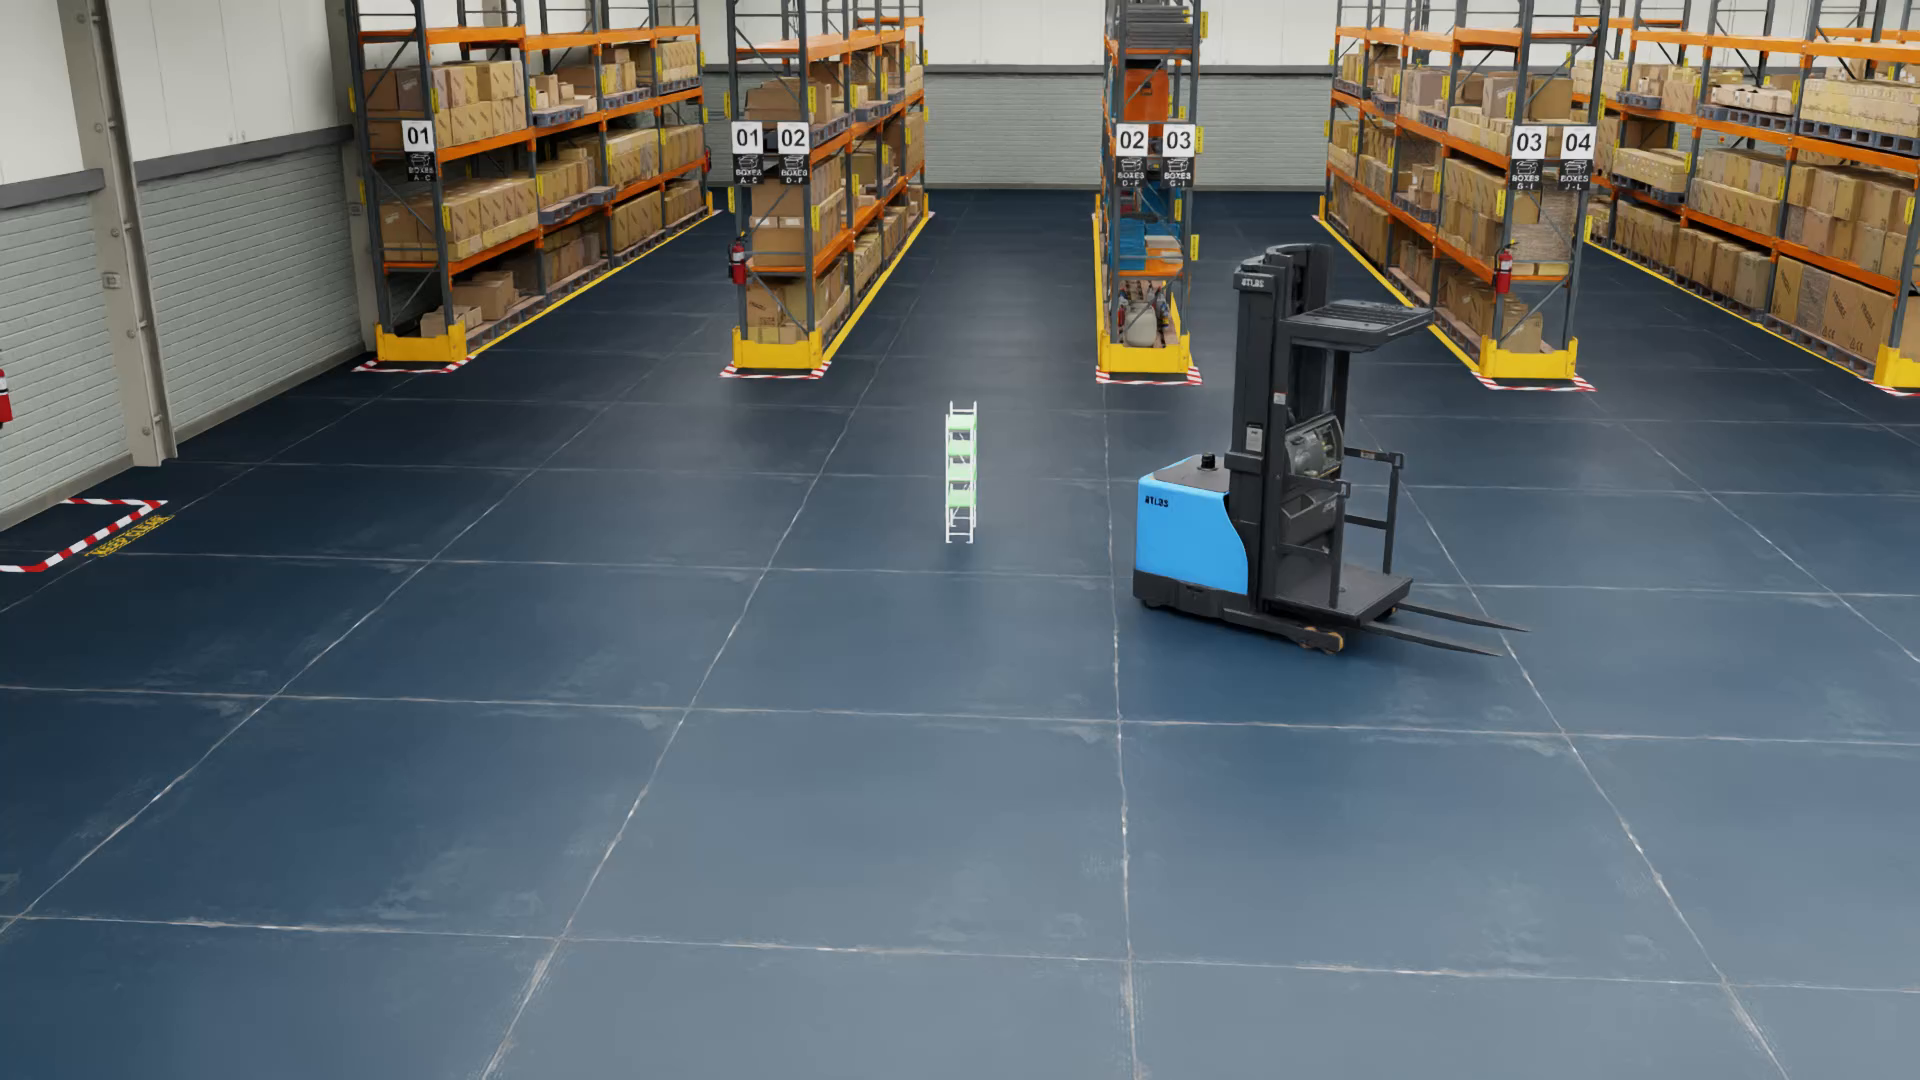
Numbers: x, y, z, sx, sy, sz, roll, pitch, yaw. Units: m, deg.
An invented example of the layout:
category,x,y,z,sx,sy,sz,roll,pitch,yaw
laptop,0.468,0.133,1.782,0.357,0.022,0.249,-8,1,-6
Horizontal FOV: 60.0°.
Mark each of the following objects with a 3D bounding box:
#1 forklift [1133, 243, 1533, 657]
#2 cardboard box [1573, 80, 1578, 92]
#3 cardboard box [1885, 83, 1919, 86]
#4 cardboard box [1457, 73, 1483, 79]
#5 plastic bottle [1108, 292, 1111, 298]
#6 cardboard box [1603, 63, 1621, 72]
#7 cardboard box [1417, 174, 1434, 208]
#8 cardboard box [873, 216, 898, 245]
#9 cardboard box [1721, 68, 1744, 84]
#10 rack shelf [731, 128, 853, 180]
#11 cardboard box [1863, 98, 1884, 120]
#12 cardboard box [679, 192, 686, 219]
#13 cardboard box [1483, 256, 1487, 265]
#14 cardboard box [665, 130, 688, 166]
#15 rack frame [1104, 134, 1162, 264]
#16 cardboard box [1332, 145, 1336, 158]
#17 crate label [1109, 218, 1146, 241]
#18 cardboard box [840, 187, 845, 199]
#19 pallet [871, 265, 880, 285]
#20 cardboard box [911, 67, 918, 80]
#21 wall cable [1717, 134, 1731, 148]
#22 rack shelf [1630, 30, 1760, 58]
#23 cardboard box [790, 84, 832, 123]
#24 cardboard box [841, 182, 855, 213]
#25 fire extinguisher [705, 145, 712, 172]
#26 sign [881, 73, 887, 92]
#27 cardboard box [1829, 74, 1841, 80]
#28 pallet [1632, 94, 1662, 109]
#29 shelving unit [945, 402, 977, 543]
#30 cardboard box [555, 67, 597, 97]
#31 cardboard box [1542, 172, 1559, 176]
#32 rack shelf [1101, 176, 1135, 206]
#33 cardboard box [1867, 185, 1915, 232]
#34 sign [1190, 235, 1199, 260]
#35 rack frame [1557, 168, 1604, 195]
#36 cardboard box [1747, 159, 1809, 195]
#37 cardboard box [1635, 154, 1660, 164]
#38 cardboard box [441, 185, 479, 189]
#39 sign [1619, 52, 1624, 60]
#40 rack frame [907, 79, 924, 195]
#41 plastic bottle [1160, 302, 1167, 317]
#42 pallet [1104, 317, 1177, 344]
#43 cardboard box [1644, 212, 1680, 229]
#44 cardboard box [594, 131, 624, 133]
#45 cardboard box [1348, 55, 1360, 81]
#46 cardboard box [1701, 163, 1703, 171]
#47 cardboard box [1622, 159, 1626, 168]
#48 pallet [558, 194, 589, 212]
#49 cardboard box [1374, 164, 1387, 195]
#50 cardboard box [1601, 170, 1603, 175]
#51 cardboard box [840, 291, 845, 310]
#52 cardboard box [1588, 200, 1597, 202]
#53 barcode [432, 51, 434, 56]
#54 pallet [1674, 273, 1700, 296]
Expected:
category,x,y,z,sx,sy,sz,roll,pitch,yaw
forklift,2.898,-0.712,12.716,3.031,2.935,1.130,13,22,35
cardboard box,13.230,-9.613,35.195,0.500,0.250,0.500,2,18,6
cardboard box,12.877,-6.163,22.711,0.380,0.149,0.250,1,18,4
cardboard box,8.142,-7.294,26.913,0.500,0.500,0.500,2,18,5
plastic bottle,2.305,-3.628,25.051,0.144,0.351,0.185,2,18,5
cardboard box,13.047,-9.437,33.215,0.380,0.149,0.250,1,18,4
cardboard box,7.749,-5.597,26.674,0.797,0.503,0.637,3,18,10
cardboard box,-1.454,-5.910,31.776,0.500,0.500,0.500,1,18,2
cardboard box,13.285,-8.025,28.716,0.396,0.266,0.258,1,18,4
rack shelf,-2.307,-5.493,23.534,1.077,0.370,4.000,1,18,4
cardboard box,12.200,-5.636,21.743,0.500,0.250,0.500,1,18,4
cardboard box,-6.297,-7.181,35.689,0.700,0.500,0.500,2,18,5
cardboard box,7.263,-3.773,22.352,0.380,0.149,0.250,1,18,4
cardboard box,-6.376,-8.388,35.550,0.980,0.700,0.700,0,18,1
rack frame,3.064,-6.161,29.235,1.000,3.000,0.127,1,18,4
cardboard box,8.243,-8.301,35.528,0.500,0.250,0.500,1,18,3
crate label,2.352,-4.271,23.410,0.502,0.435,0.616,1,18,4
cardboard box,-1.969,-5.297,25.396,0.380,0.149,0.250,1,18,4
pallet,-1.975,-4.693,29.233,1.003,0.211,1.213,1,18,4
cardboard box,-1.161,-9.873,35.185,0.500,0.250,0.500,1,18,4
wall cable,18.843,-10.563,40.988,0.585,1.953,0.123,1,18,4
rack shelf,13.087,-8.848,29.600,1.077,0.370,4.000,1,18,4
cardboard box,-2.059,-6.037,22.979,0.500,0.500,0.500,1,18,4
cardboard box,-2.019,-5.635,27.470,0.500,0.500,0.500,1,18,4
fire extinguisher,-5.773,-8.689,37.674,0.296,0.674,0.183,1,18,4
sign,-1.324,-7.967,28.971,0.100,0.325,0.005,1,18,4
cardboard box,18.154,-9.534,34.281,0.380,0.149,0.250,2,18,6
pallet,13.009,-7.975,30.256,1.213,0.211,1.003,1,18,4
shelving unit,0.012,-0.622,15.220,0.258,1.200,0.503,1,18,4
cardboard box,-6.841,-8.213,29.814,0.700,0.500,0.500,0,18,0
cardboard box,7.819,-4.705,22.548,0.500,0.500,0.500,1,18,4
rack shelf,3.207,-6.440,31.243,1.077,0.370,4.000,1,18,4
cardboard box,12.383,-4.295,21.567,0.875,0.550,0.550,1,18,4
sign,3.038,-3.794,21.568,0.100,0.325,0.005,1,18,4
rack frame,13.517,-8.393,36.047,1.000,3.000,0.127,1,18,4
cardboard box,12.758,-5.660,25.939,0.700,0.500,0.500,1,18,4
cardboard box,12.652,-7.000,30.569,0.380,0.149,0.250,2,18,6
cardboard box,-7.429,-4.978,24.629,0.500,0.500,0.500,2,18,5
sign,14.069,-10.221,35.385,0.100,0.325,0.005,1,18,4
rack frame,-1.303,-8.757,37.159,1.000,3.000,0.127,1,18,4
plastic bottle,2.977,-3.346,24.318,0.097,0.271,0.097,0,18,0
pallet,2.602,-3.006,24.085,1.003,0.211,1.213,1,18,4
cardboard box,12.809,-5.809,30.297,0.500,0.250,0.500,2,18,5
cardboard box,-6.855,-7.880,32.605,0.500,0.250,0.500,1,18,5
cardboard box,8.444,-9.759,34.402,0.700,0.500,0.500,0,18,0
cardboard box,13.187,-6.494,29.025,0.380,0.149,0.250,1,18,2
cardboard box,12.709,-7.099,31.350,0.380,0.149,0.250,2,18,5
pallet,-6.919,-5.675,28.061,1.003,0.211,1.213,1,18,4
cardboard box,7.868,-6.573,30.331,0.500,0.500,0.500,1,18,2
cardboard box,13.093,-7.368,33.322,0.380,0.149,0.250,1,18,2
cardboard box,-2.025,-3.619,25.220,0.500,0.250,0.500,1,18,4
cardboard box,13.131,-7.037,34.857,0.380,0.149,0.250,2,18,6
barcode,-7.633,-7.046,24.068,0.001,0.075,0.075,1,18,4
pallet,12.812,-4.340,28.156,1.003,0.211,1.213,1,18,4
